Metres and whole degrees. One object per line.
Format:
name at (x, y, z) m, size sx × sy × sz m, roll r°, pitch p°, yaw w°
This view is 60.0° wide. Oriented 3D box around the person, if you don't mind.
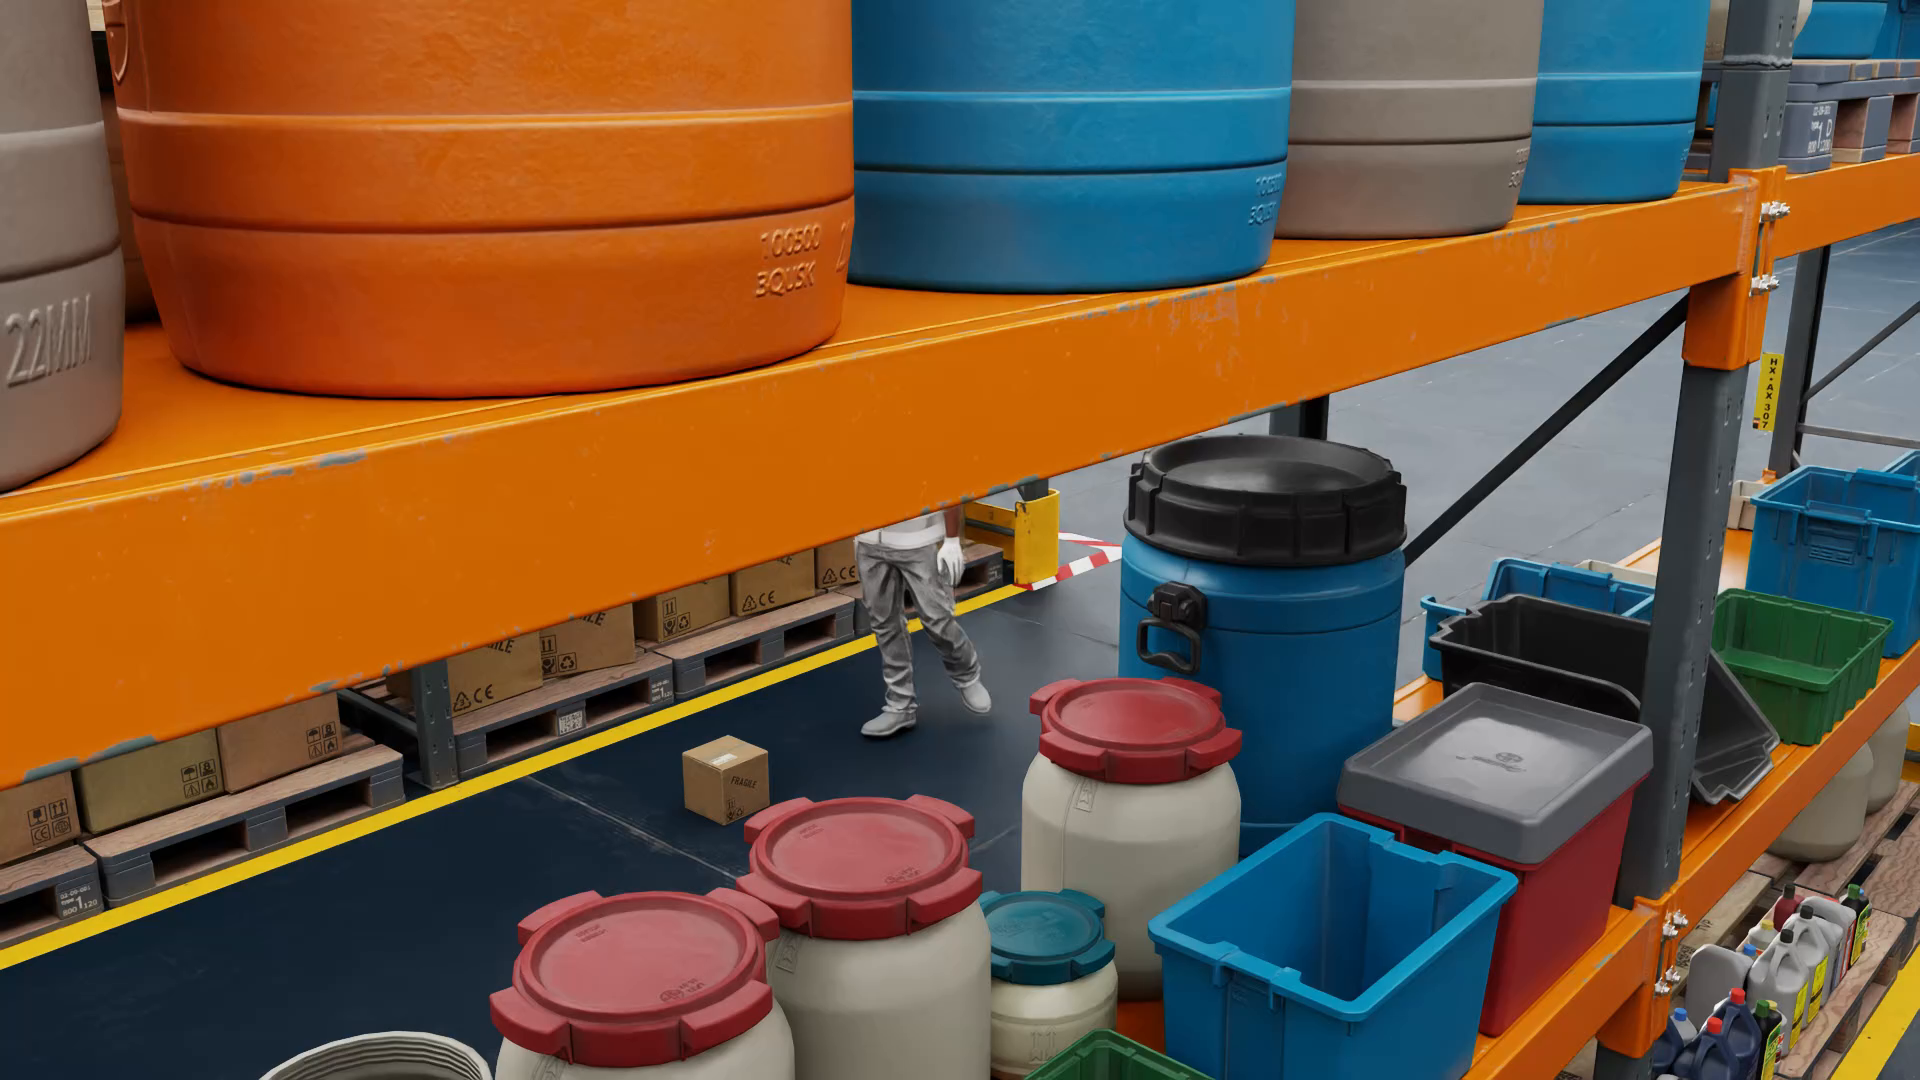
person at (-0.198, -0.005, 7.470) m, size 0.626 × 1.780 × 0.593 m, roll 9°, pitch 19°, yaw 28°
